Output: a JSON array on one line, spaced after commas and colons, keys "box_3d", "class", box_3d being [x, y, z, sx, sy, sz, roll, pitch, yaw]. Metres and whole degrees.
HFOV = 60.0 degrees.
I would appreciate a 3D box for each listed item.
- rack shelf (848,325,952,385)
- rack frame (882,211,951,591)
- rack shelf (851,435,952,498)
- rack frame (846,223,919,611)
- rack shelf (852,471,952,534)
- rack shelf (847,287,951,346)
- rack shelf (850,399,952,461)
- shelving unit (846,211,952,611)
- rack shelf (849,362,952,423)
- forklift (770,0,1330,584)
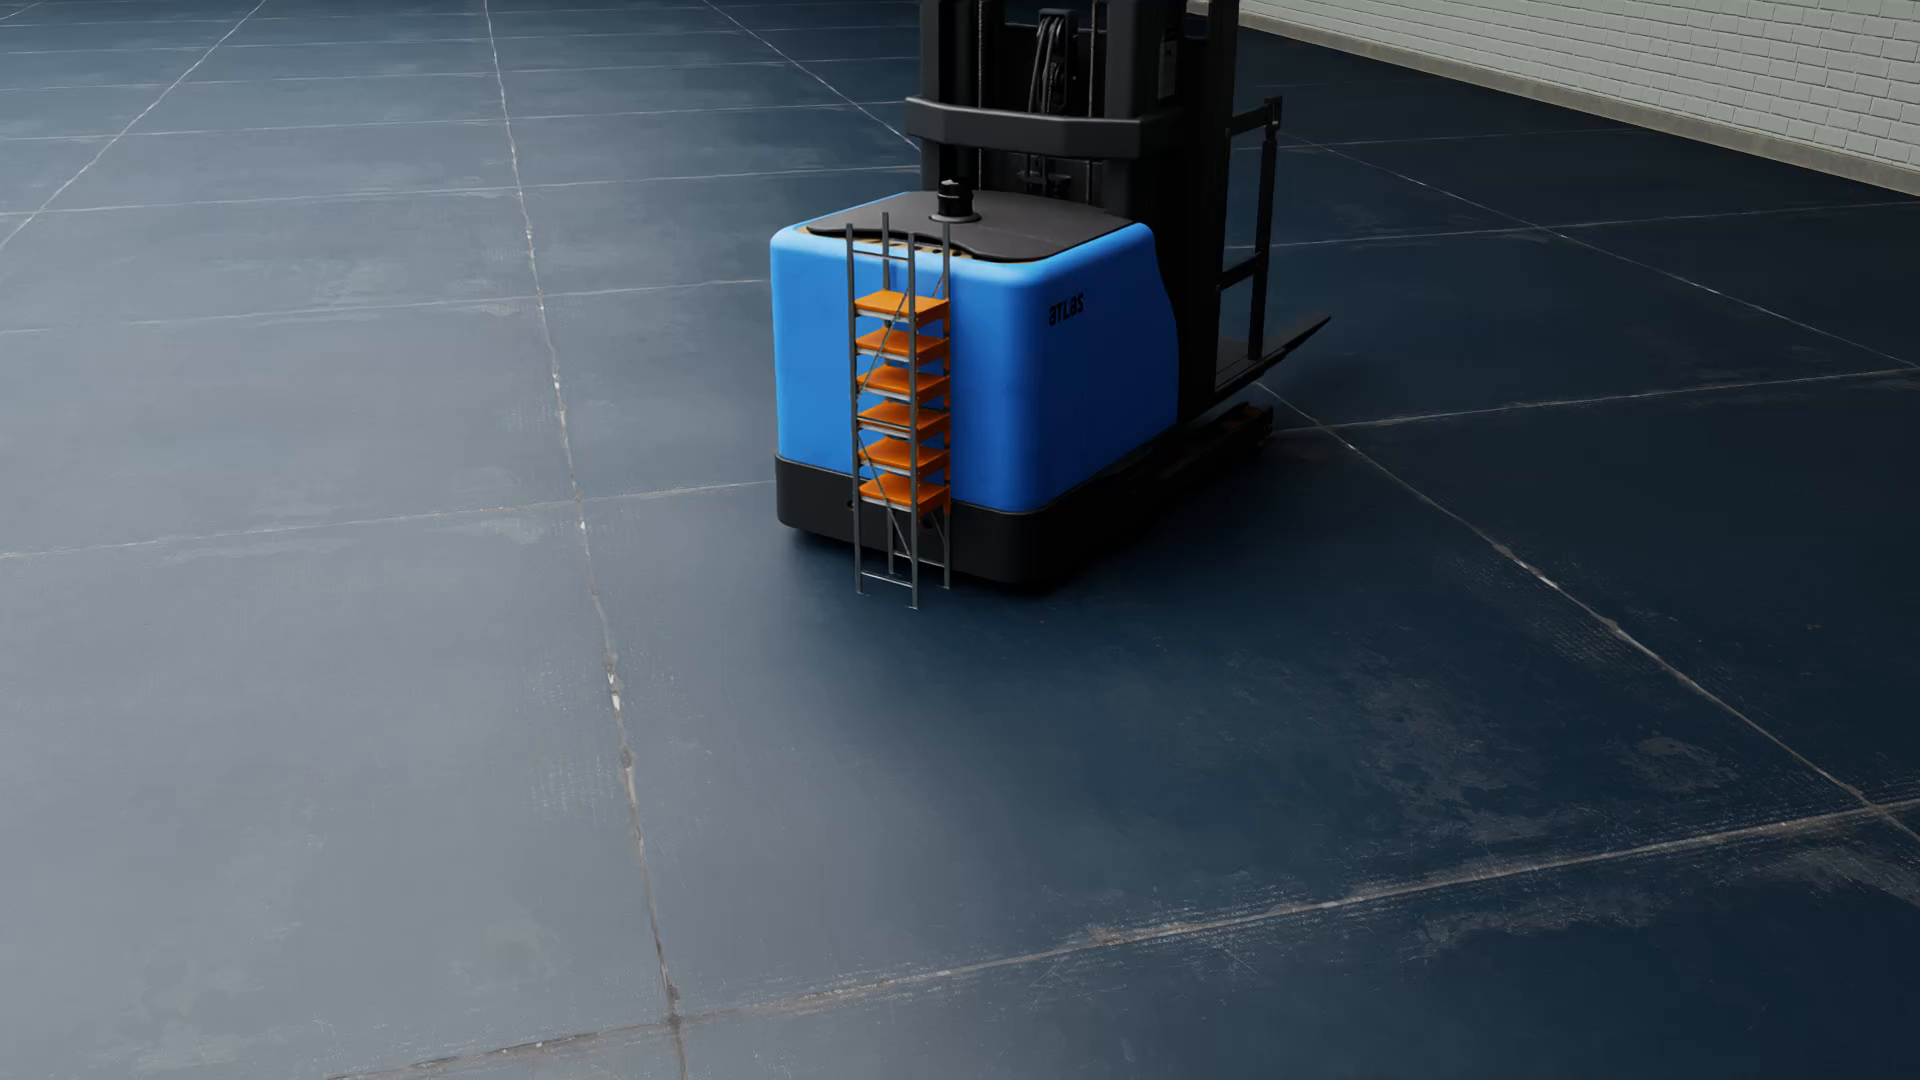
[{"box_3d": [-0.183, -0.563, 5.045, 0.258, 0.103, 0.180, 14, 27, 30], "class": "rack shelf"}, {"box_3d": [-0.133, -0.414, 5.192, 0.240, 1.200, 0.006, 14, 27, 30], "class": "rack frame"}, {"box_3d": [-0.183, -0.232, 5.187, 0.258, 0.103, 0.180, 14, 27, 30], "class": "rack shelf"}, {"box_3d": [-0.232, -0.353, 5.051, 0.240, 1.200, 0.006, 14, 27, 30], "class": "rack frame"}, {"box_3d": [-0.183, -0.122, 5.234, 0.258, 0.103, 0.180, 14, 27, 30], "class": "rack shelf"}, {"box_3d": [-0.183, -0.673, 4.997, 0.258, 0.103, 0.180, 14, 27, 30], "class": "rack shelf"}, {"box_3d": [-0.183, -0.342, 5.139, 0.258, 0.103, 0.180, 14, 27, 30], "class": "rack shelf"}, {"box_3d": [-0.183, -0.383, 5.122, 0.258, 1.200, 0.189, 14, 27, 30], "class": "shelving unit"}, {"box_3d": [-0.183, -0.453, 5.092, 0.258, 0.103, 0.180, 14, 27, 30], "class": "rack shelf"}, {"box_3d": [0.589, -1.739, 6.086, 1.130, 2.935, 3.031, 14, 27, 30], "class": "forklift"}]
